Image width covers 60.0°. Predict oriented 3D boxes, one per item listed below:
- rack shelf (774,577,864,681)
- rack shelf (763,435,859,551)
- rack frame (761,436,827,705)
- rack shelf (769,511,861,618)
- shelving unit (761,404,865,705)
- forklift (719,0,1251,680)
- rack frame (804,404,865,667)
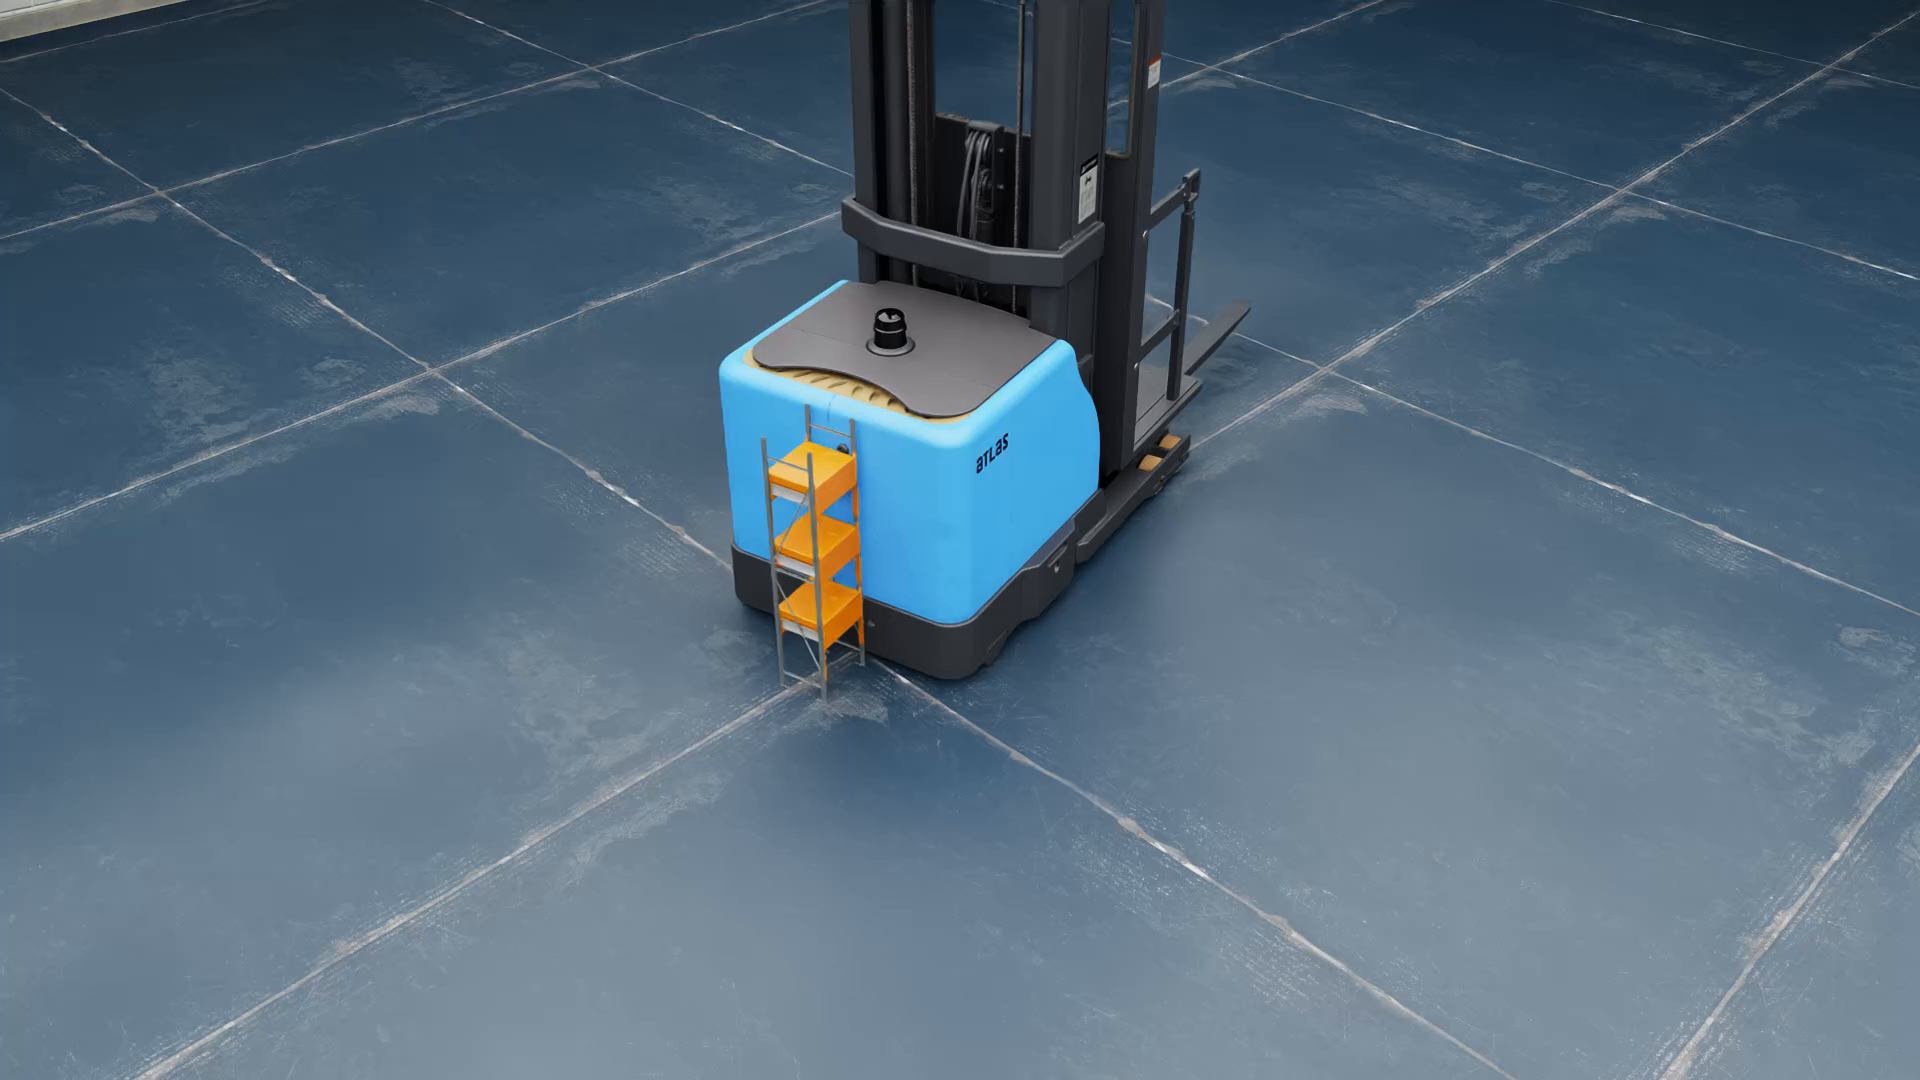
[{"bbox_3d":[-0.497,0.301,5.905,0.215,0.259,0.240,19,39,25],"label":"rack shelf"},{"bbox_3d":[-0.497,-0.160,5.584,0.215,0.259,0.240,19,39,25],"label":"rack shelf"},{"bbox_3d":[-0.560,0.124,5.654,0.200,1.050,0.008,19,39,25],"label":"rack frame"},{"bbox_3d":[-0.497,0.073,5.746,0.215,0.259,0.240,19,39,25],"label":"rack shelf"},{"bbox_3d":[-0.497,0.064,5.740,0.215,1.050,0.252,19,39,25],"label":"shelving unit"},{"bbox_3d":[0.334,-1.519,6.366,1.130,2.935,3.031,19,39,25],"label":"forklift"},{"bbox_3d":[-0.434,0.005,5.826,0.200,1.050,0.008,19,39,25],"label":"rack frame"}]
